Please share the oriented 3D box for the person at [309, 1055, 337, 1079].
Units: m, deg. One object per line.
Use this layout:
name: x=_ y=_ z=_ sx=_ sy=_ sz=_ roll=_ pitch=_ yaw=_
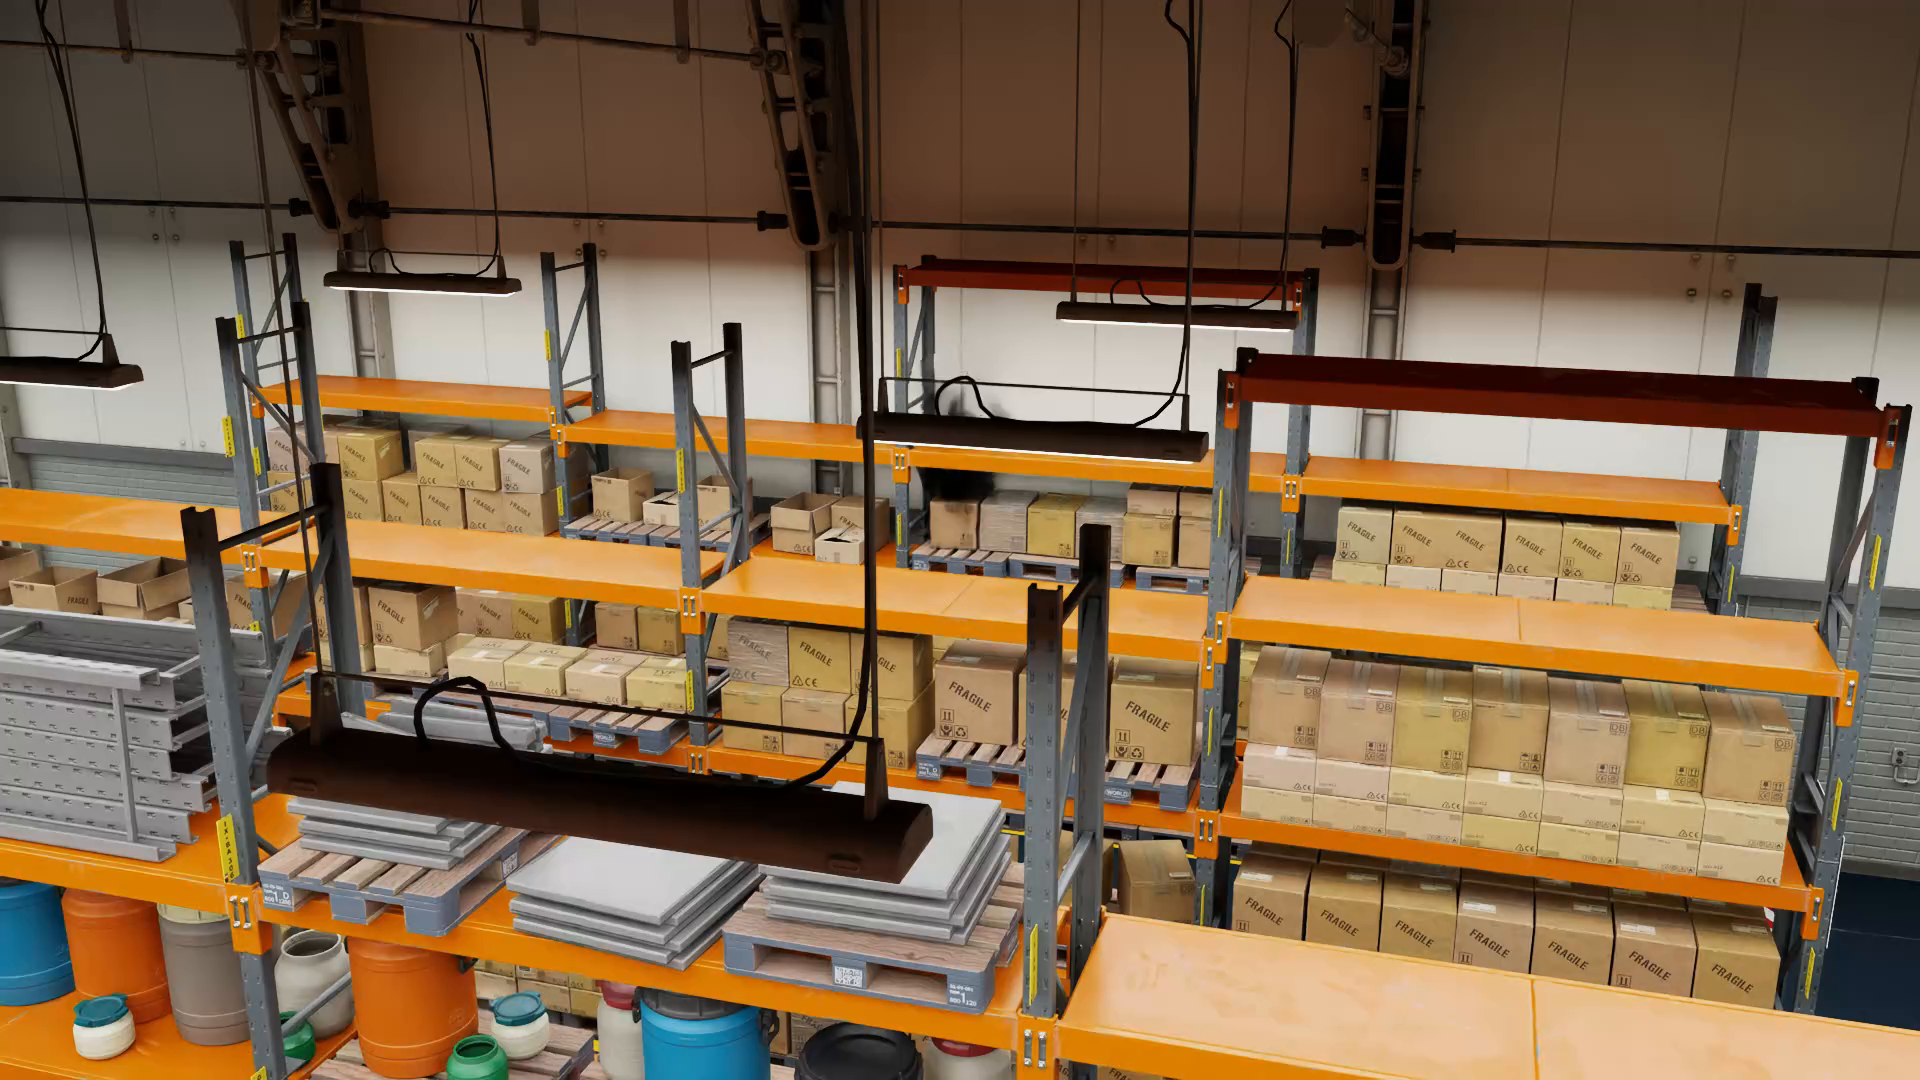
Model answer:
person: x=-4.267 y=4.009 z=11.819 sx=0.771 sy=1.714 sz=0.572 roll=1 pitch=16 yaw=3
